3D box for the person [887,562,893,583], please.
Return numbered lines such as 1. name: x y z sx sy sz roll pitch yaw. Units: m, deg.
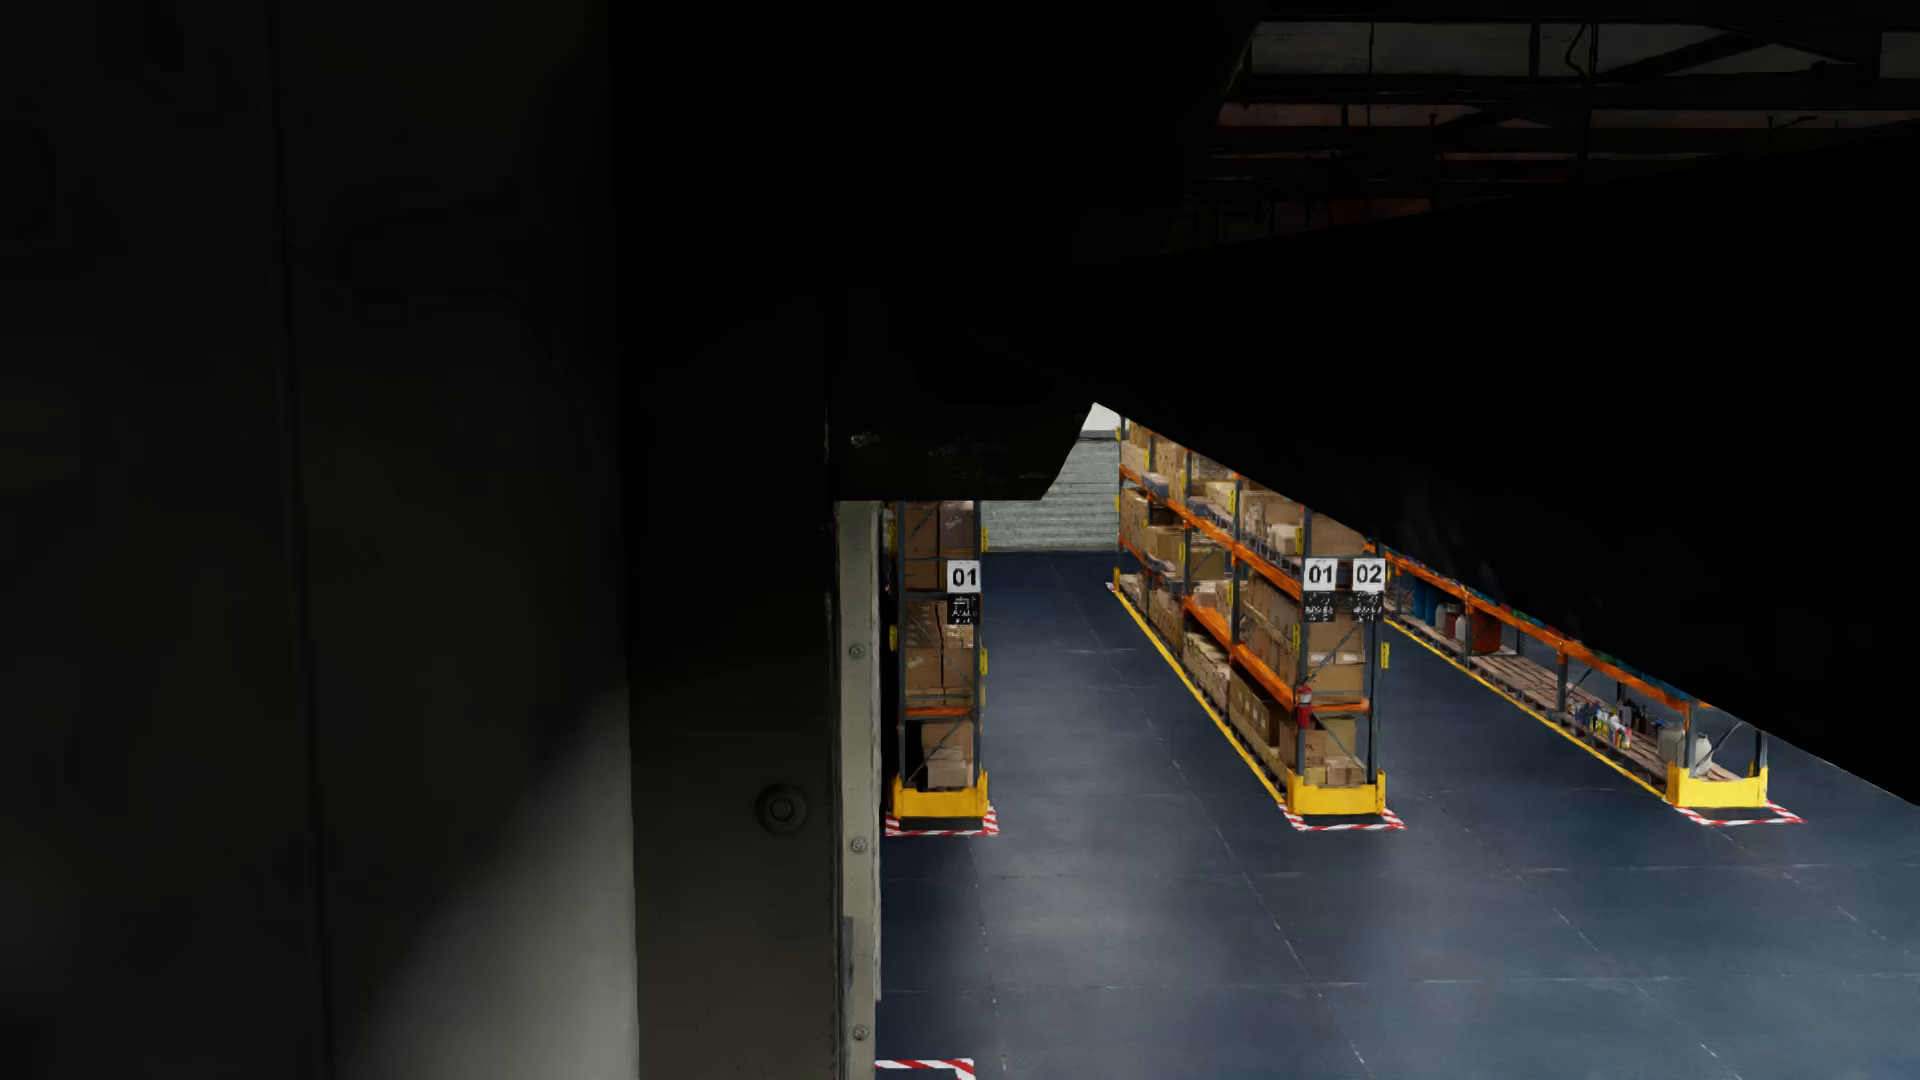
1. person: -1.308 0.127 37.392 0.561 1.653 0.730 5 10 32
